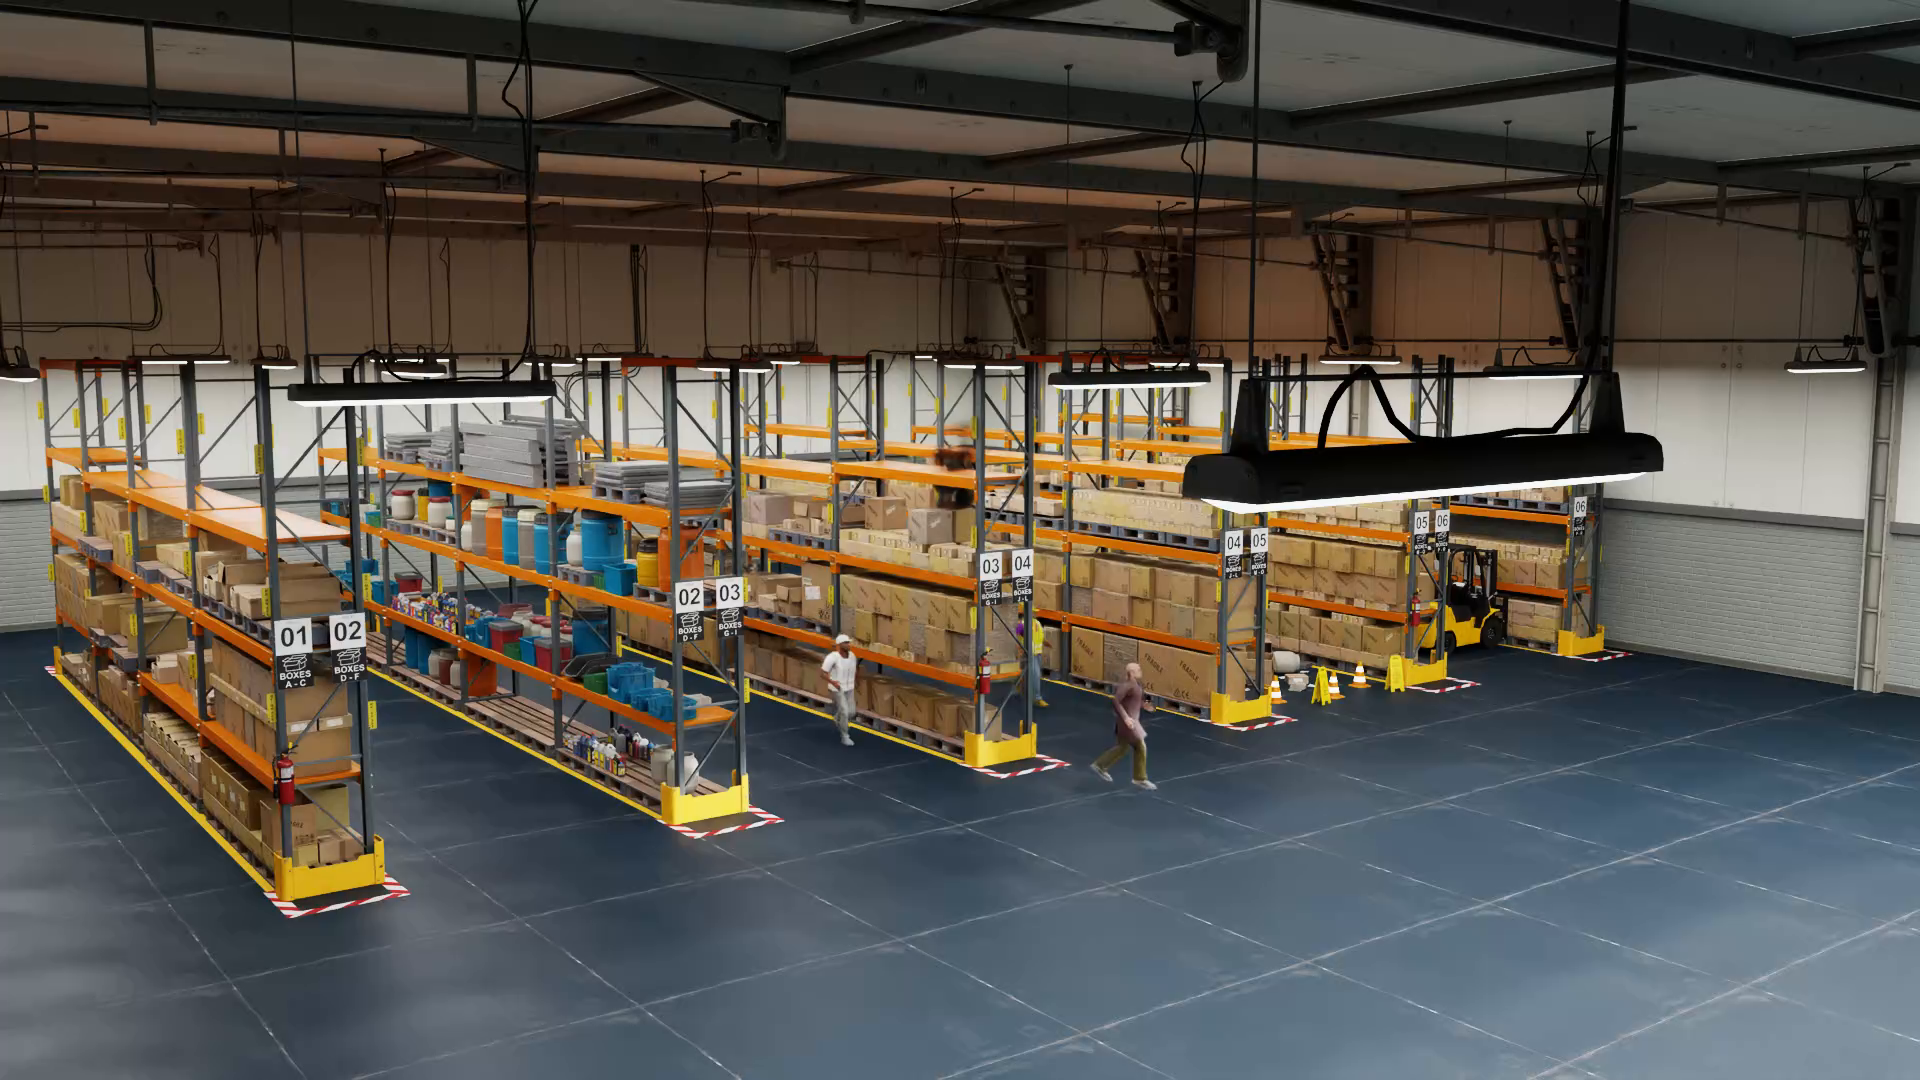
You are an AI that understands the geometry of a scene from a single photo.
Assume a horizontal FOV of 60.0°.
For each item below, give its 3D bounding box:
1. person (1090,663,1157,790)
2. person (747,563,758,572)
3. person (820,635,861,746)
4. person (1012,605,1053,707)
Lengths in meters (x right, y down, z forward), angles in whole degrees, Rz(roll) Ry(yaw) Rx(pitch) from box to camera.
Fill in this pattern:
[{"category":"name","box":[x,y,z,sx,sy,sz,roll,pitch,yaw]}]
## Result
[{"category":"person","box":[2.327,2.622,23.574,0.962,1.807,0.687,1,7,8]},{"category":"person","box":[-4.374,1.309,34.813,0.583,1.691,0.935,-6,9,-39]},{"category":"person","box":[-1.892,2.339,26.192,0.692,1.739,0.661,-6,9,-39]},{"category":"person","box":[1.216,1.996,28.999,0.881,1.762,0.700,6,9,41]}]
